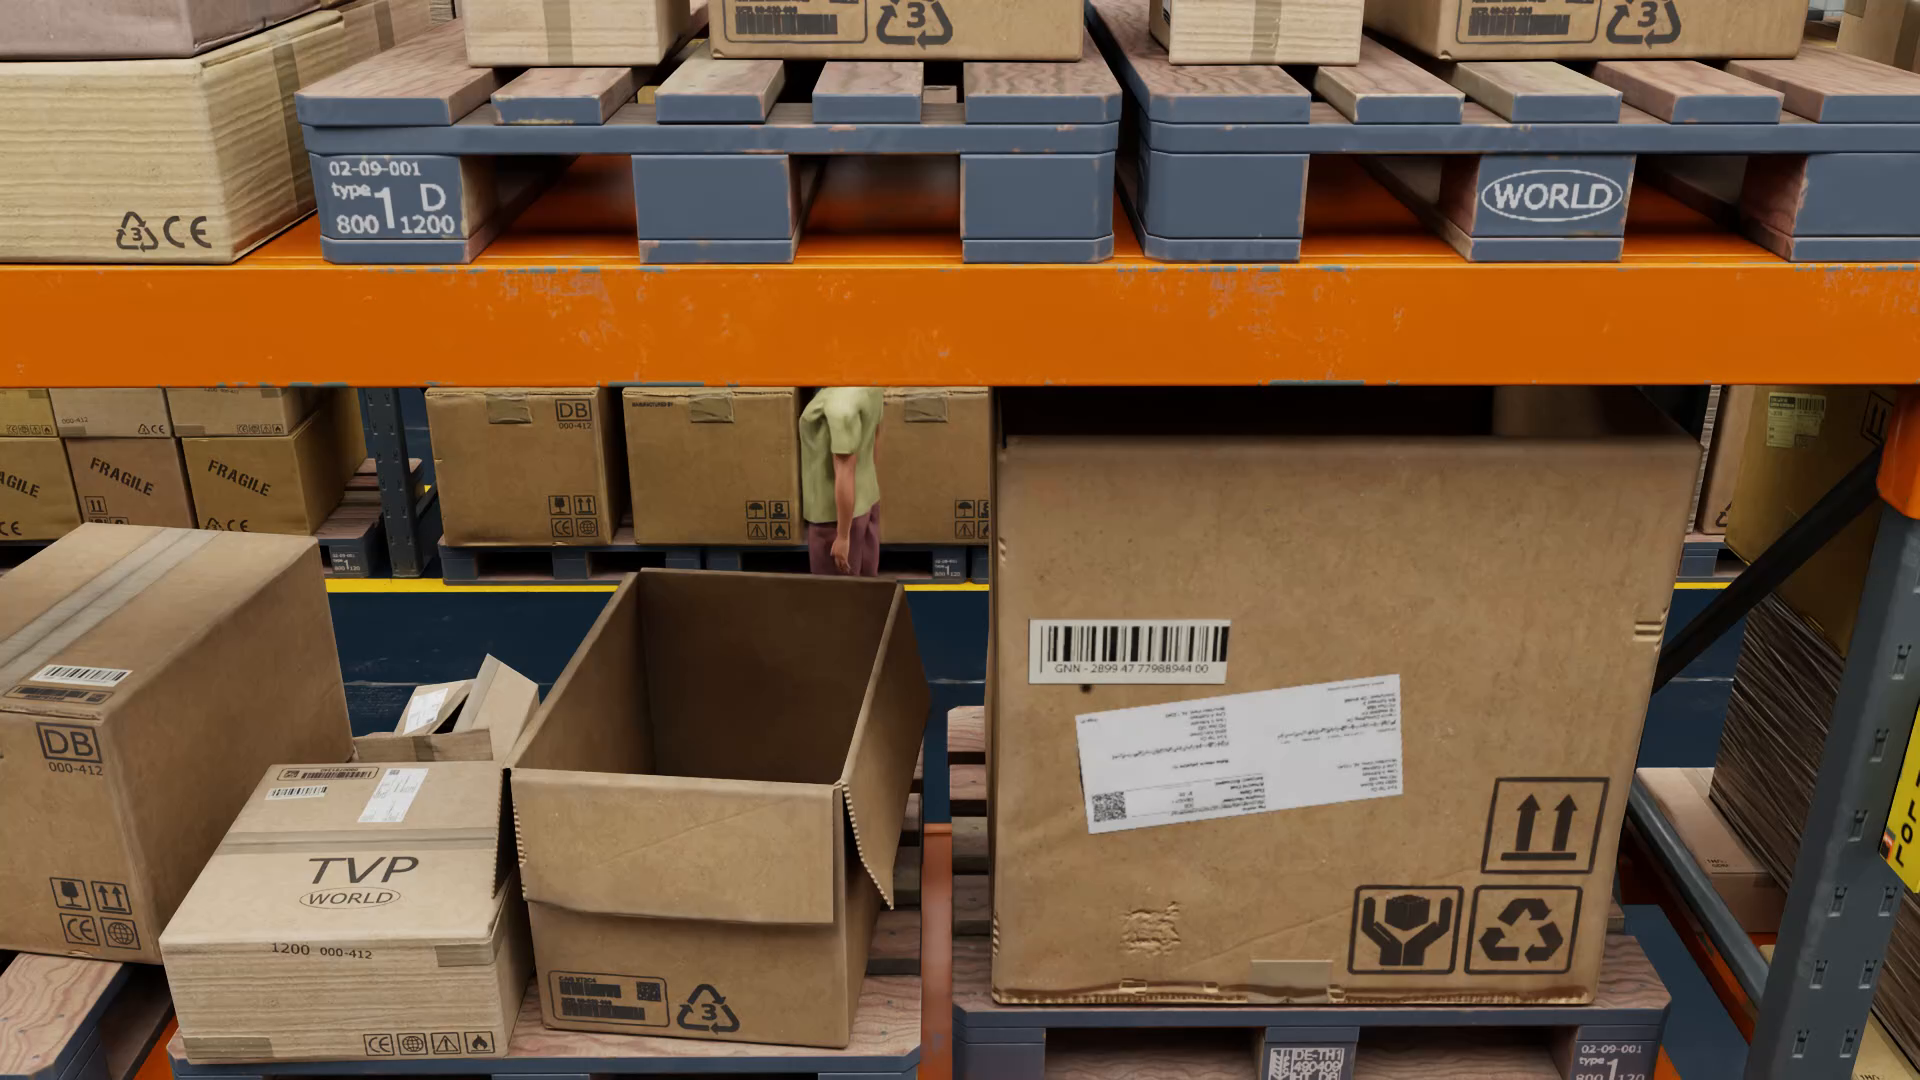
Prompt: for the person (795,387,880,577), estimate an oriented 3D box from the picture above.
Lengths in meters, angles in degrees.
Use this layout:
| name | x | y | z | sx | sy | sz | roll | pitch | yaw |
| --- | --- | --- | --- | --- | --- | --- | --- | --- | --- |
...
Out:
| name | x | y | z | sx | sy | sz | roll | pitch | yaw |
| --- | --- | --- | --- | --- | --- | --- | --- | --- | --- |
| person | -0.436 | 0.017 | 6.348 | 0.405 | 1.408 | 0.486 | 6 | 25 | 13 |
